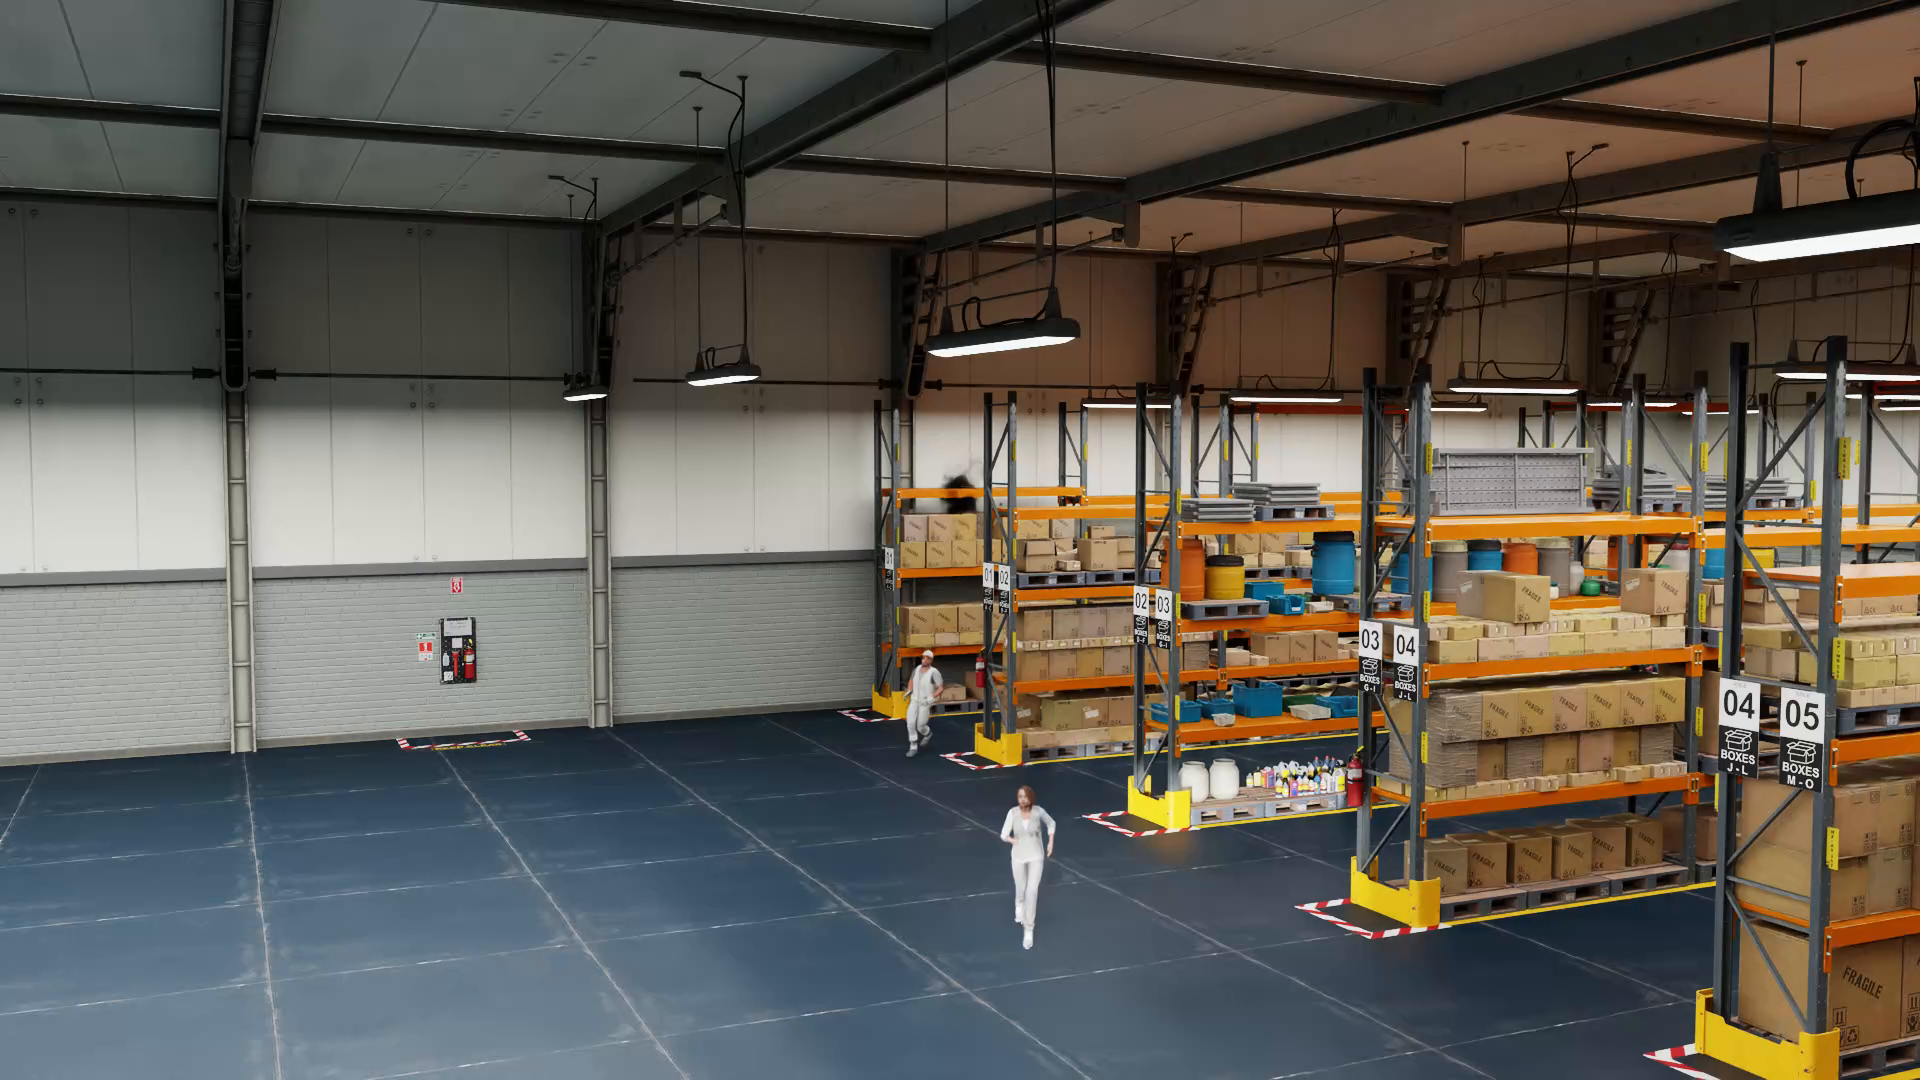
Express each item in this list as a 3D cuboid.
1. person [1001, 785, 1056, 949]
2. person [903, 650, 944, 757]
[{"bbox_3d":[0.714,3.350,17.389,0.548,1.618,0.875,1,3,10],"label":"person"},{"bbox_3d":[-0.582,2.695,27.573,0.705,1.756,0.721,2,4,28],"label":"person"}]
